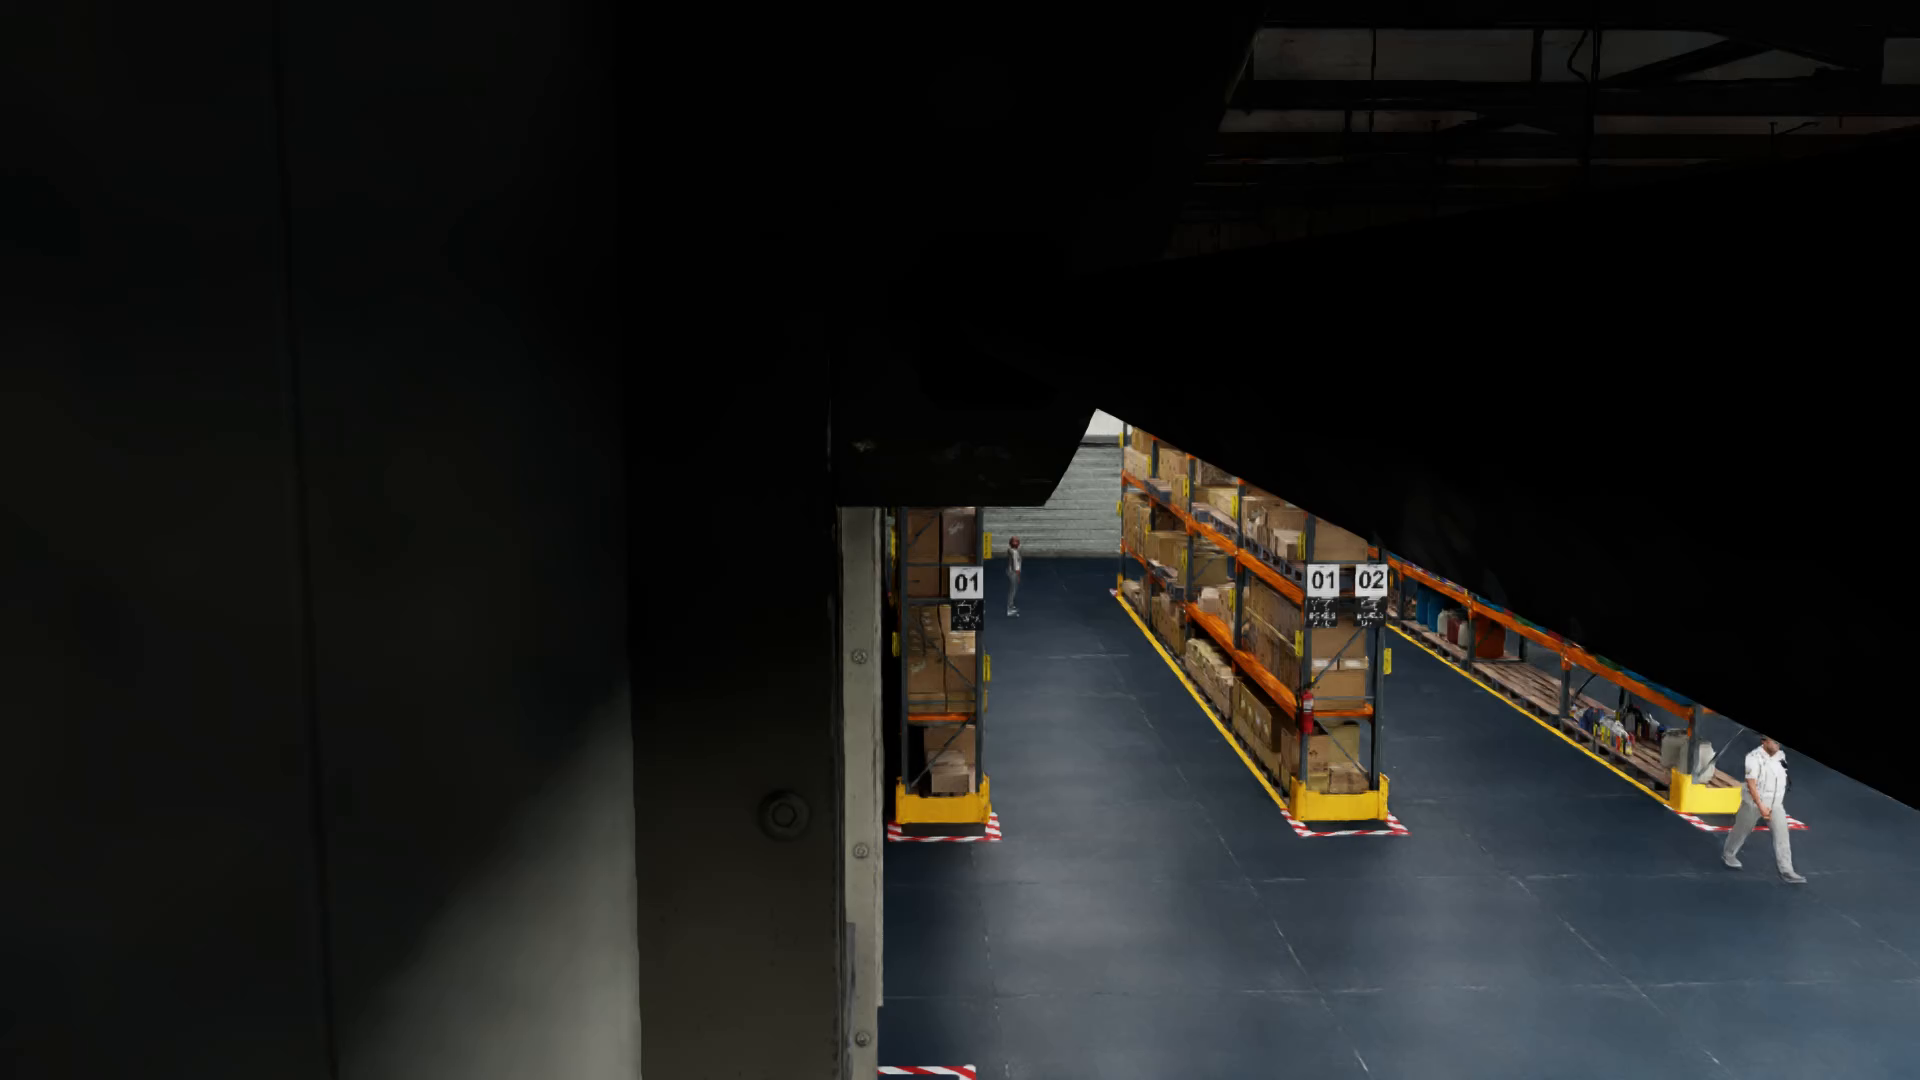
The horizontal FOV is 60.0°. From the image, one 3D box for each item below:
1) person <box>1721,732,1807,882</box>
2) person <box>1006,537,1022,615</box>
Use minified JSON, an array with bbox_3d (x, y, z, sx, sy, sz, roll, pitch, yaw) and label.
[{"bbox_3d":[8.930,2.888,18.467,0.536,1.707,1.036,-2,8,-11],"label":"person"},{"bbox_3d":[1.107,0.720,34.222,0.344,1.602,0.555,-2,8,-13],"label":"person"}]
